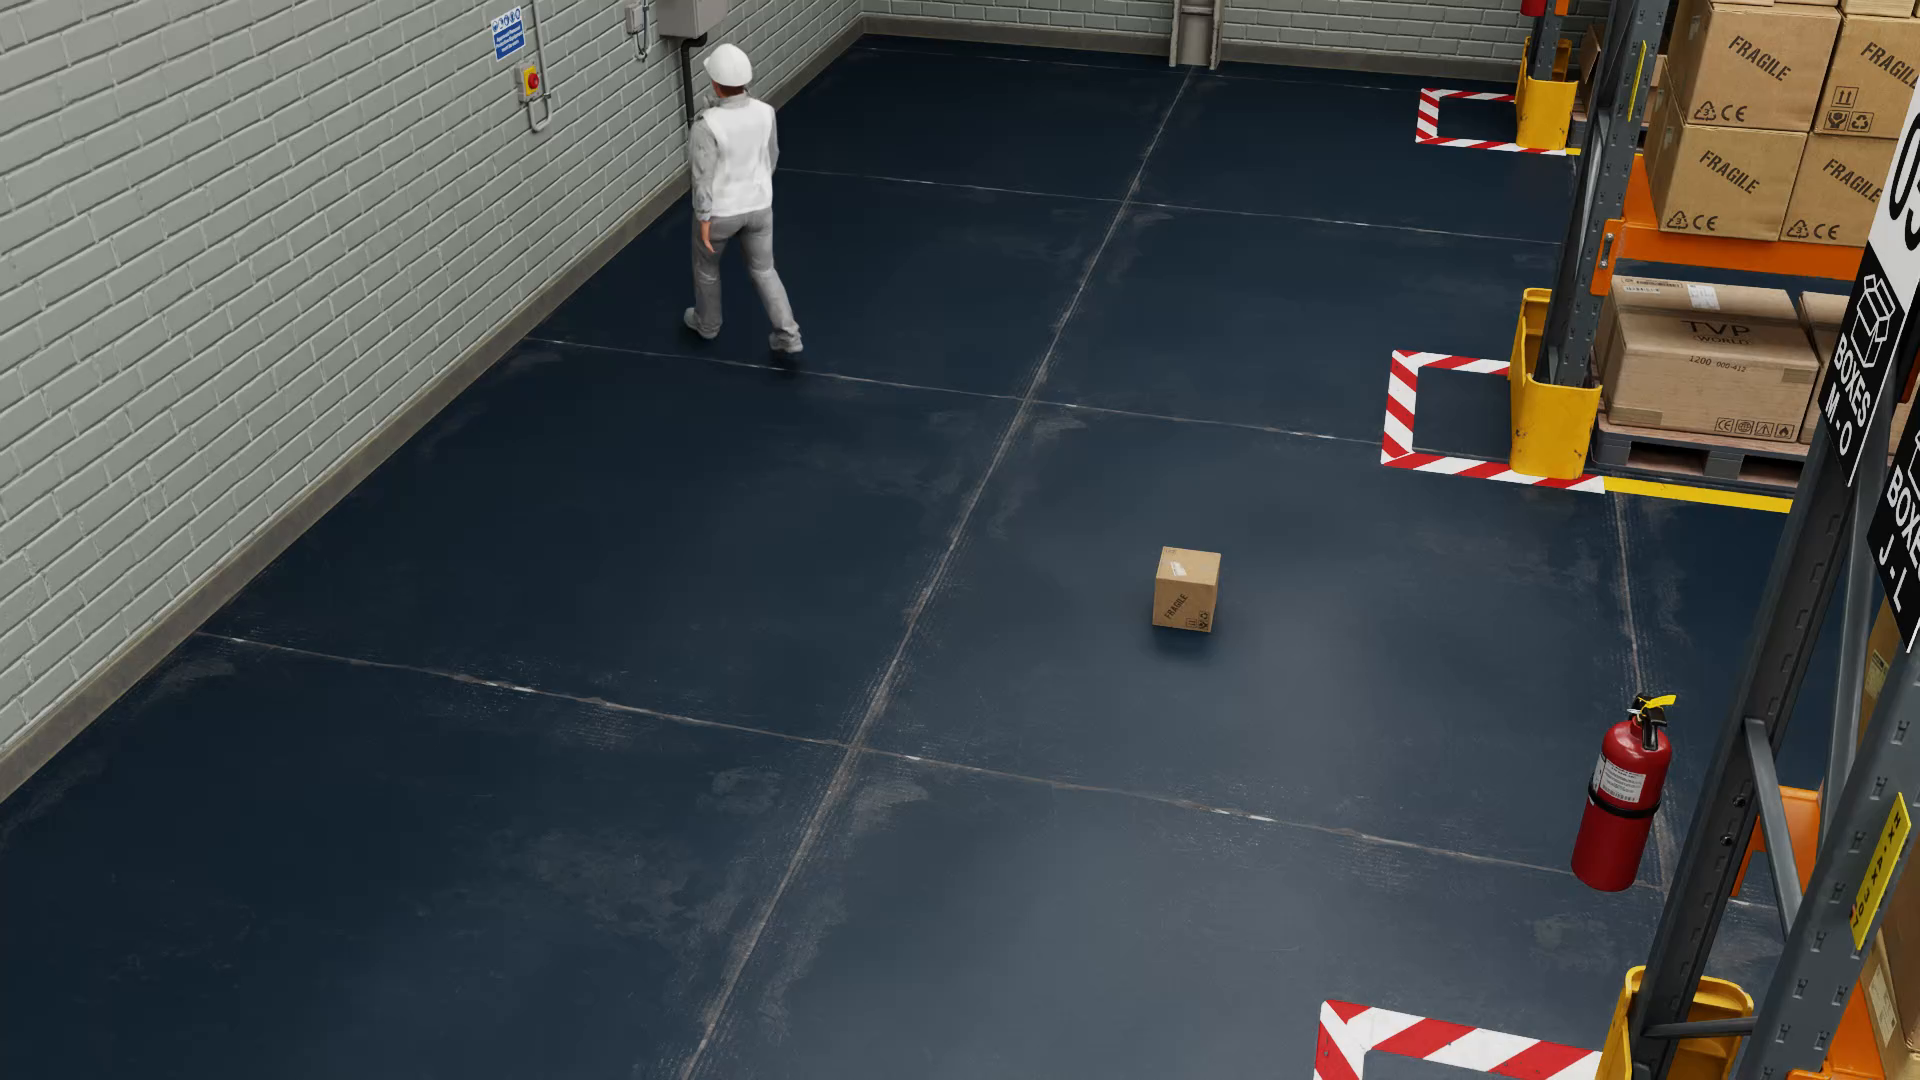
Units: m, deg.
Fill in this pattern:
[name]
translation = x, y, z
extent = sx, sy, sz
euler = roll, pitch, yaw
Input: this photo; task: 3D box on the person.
[person]
translation = -1.239, -1.842, 9.016
extent = 0.554, 1.736, 0.919
euler = -20, 38, -28
